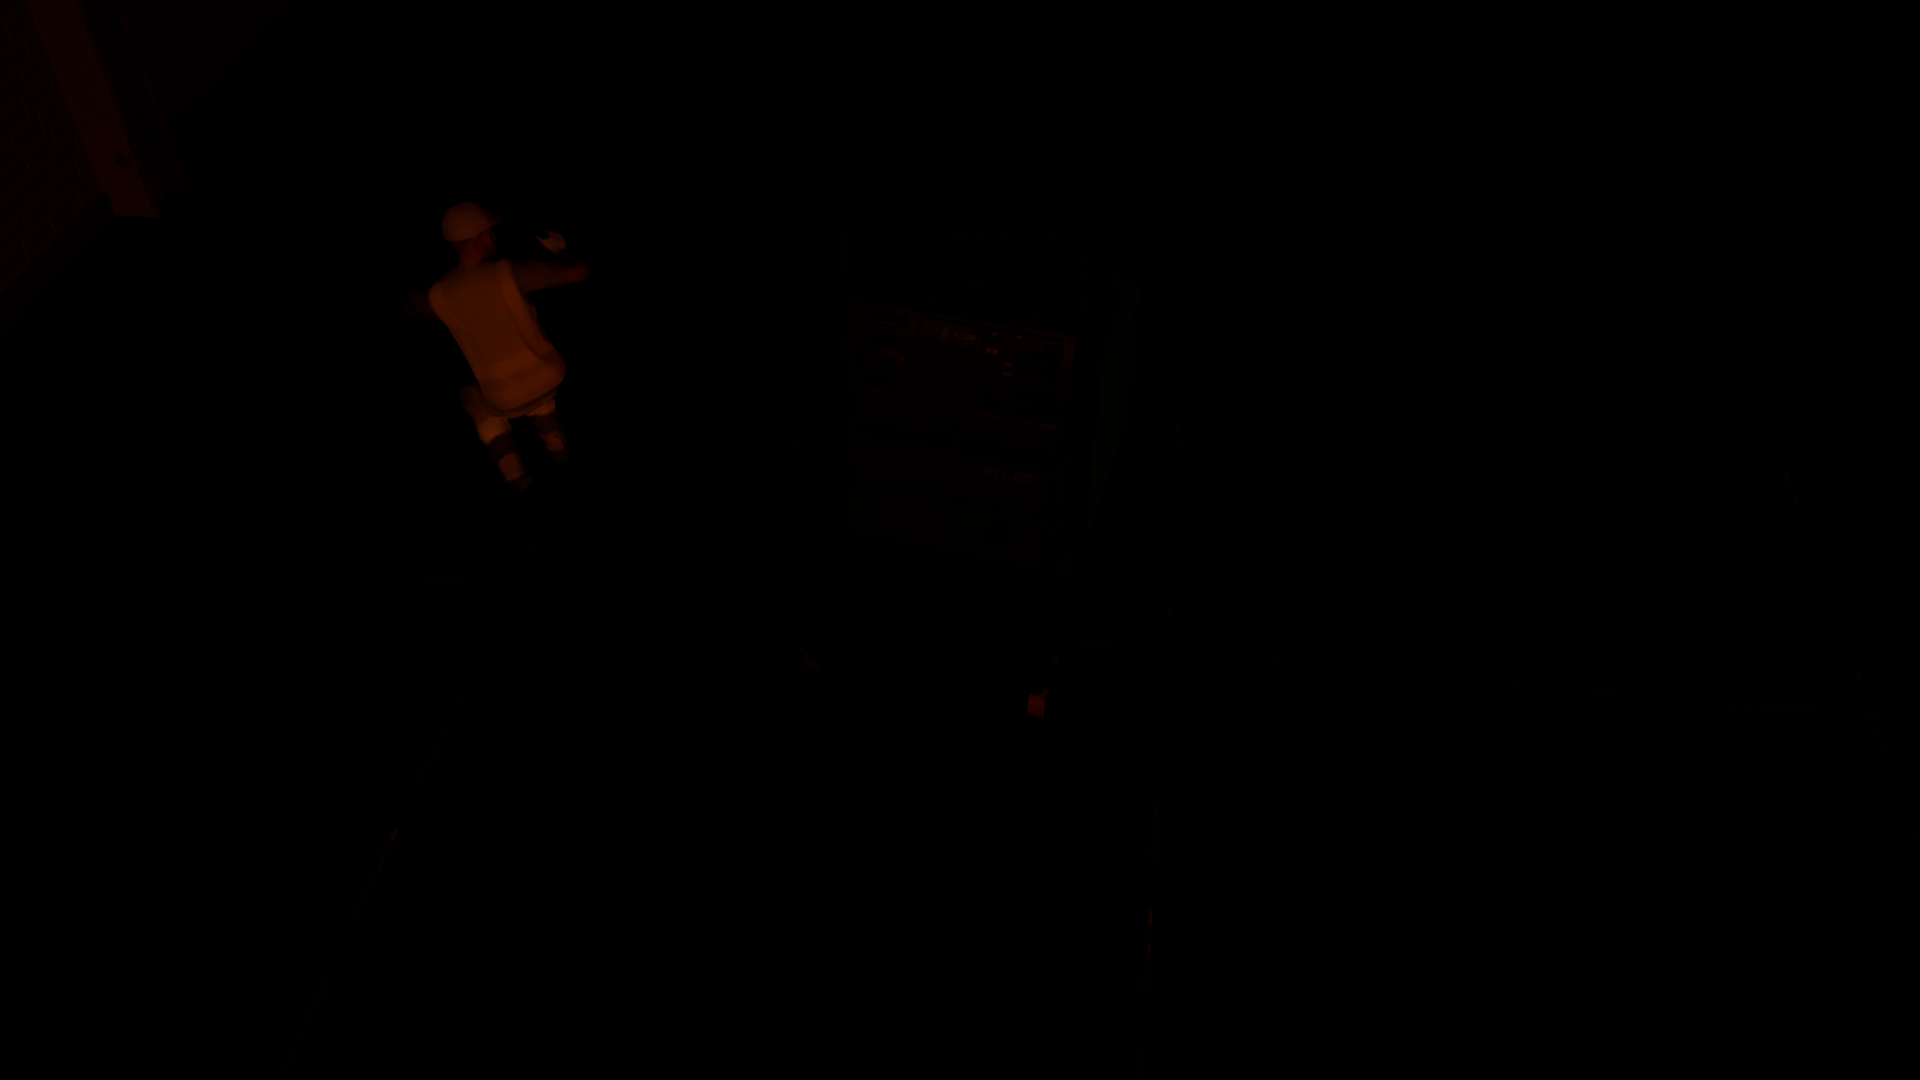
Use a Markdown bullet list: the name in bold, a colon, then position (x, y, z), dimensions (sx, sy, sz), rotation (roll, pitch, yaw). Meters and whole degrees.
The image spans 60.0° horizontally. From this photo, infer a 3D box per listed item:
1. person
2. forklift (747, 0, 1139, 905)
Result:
- **person**: position (-2.155, -0.970, 7.849), dimensions (0.796, 1.482, 0.979), rotation (-20, 46, -21)
- **forklift**: position (-0.062, -0.622, 6.402), dimensions (1.130, 2.935, 3.031), rotation (11, 44, 12)
